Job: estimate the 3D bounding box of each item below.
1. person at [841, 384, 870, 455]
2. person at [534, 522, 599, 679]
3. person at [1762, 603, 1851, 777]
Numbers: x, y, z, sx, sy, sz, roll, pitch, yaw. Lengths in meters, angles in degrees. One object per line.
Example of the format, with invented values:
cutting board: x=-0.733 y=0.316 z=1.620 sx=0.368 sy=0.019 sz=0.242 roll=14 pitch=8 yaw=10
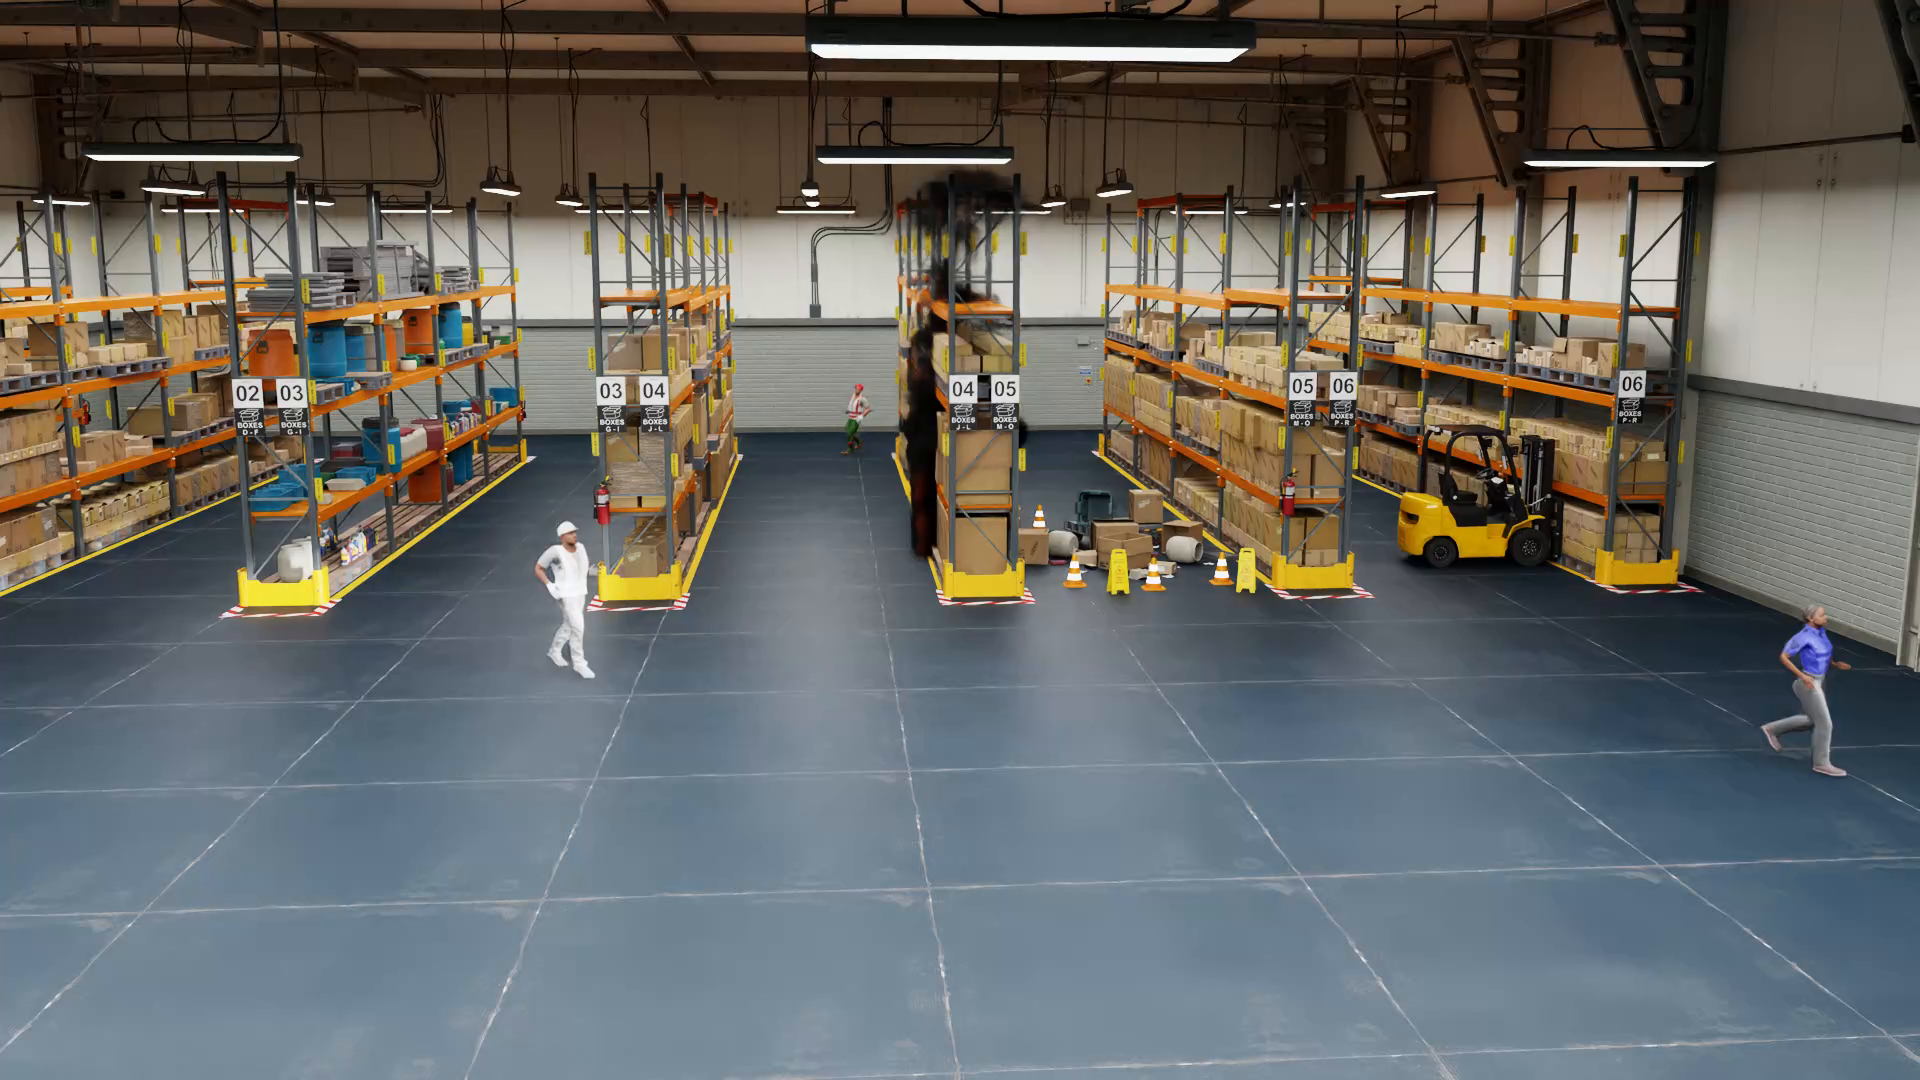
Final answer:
person: x=-2.491 y=-2.928 z=40.273 sx=0.718 sy=1.728 sz=0.682 roll=10 pitch=14 yaw=43
person: x=-4.607 y=0.677 z=19.620 sx=0.824 sy=1.820 sz=0.650 roll=5 pitch=11 yaw=27
person: x=8.170 y=1.406 z=16.029 sx=0.588 sy=1.624 sz=0.850 roll=-9 pitch=13 yaw=-41
